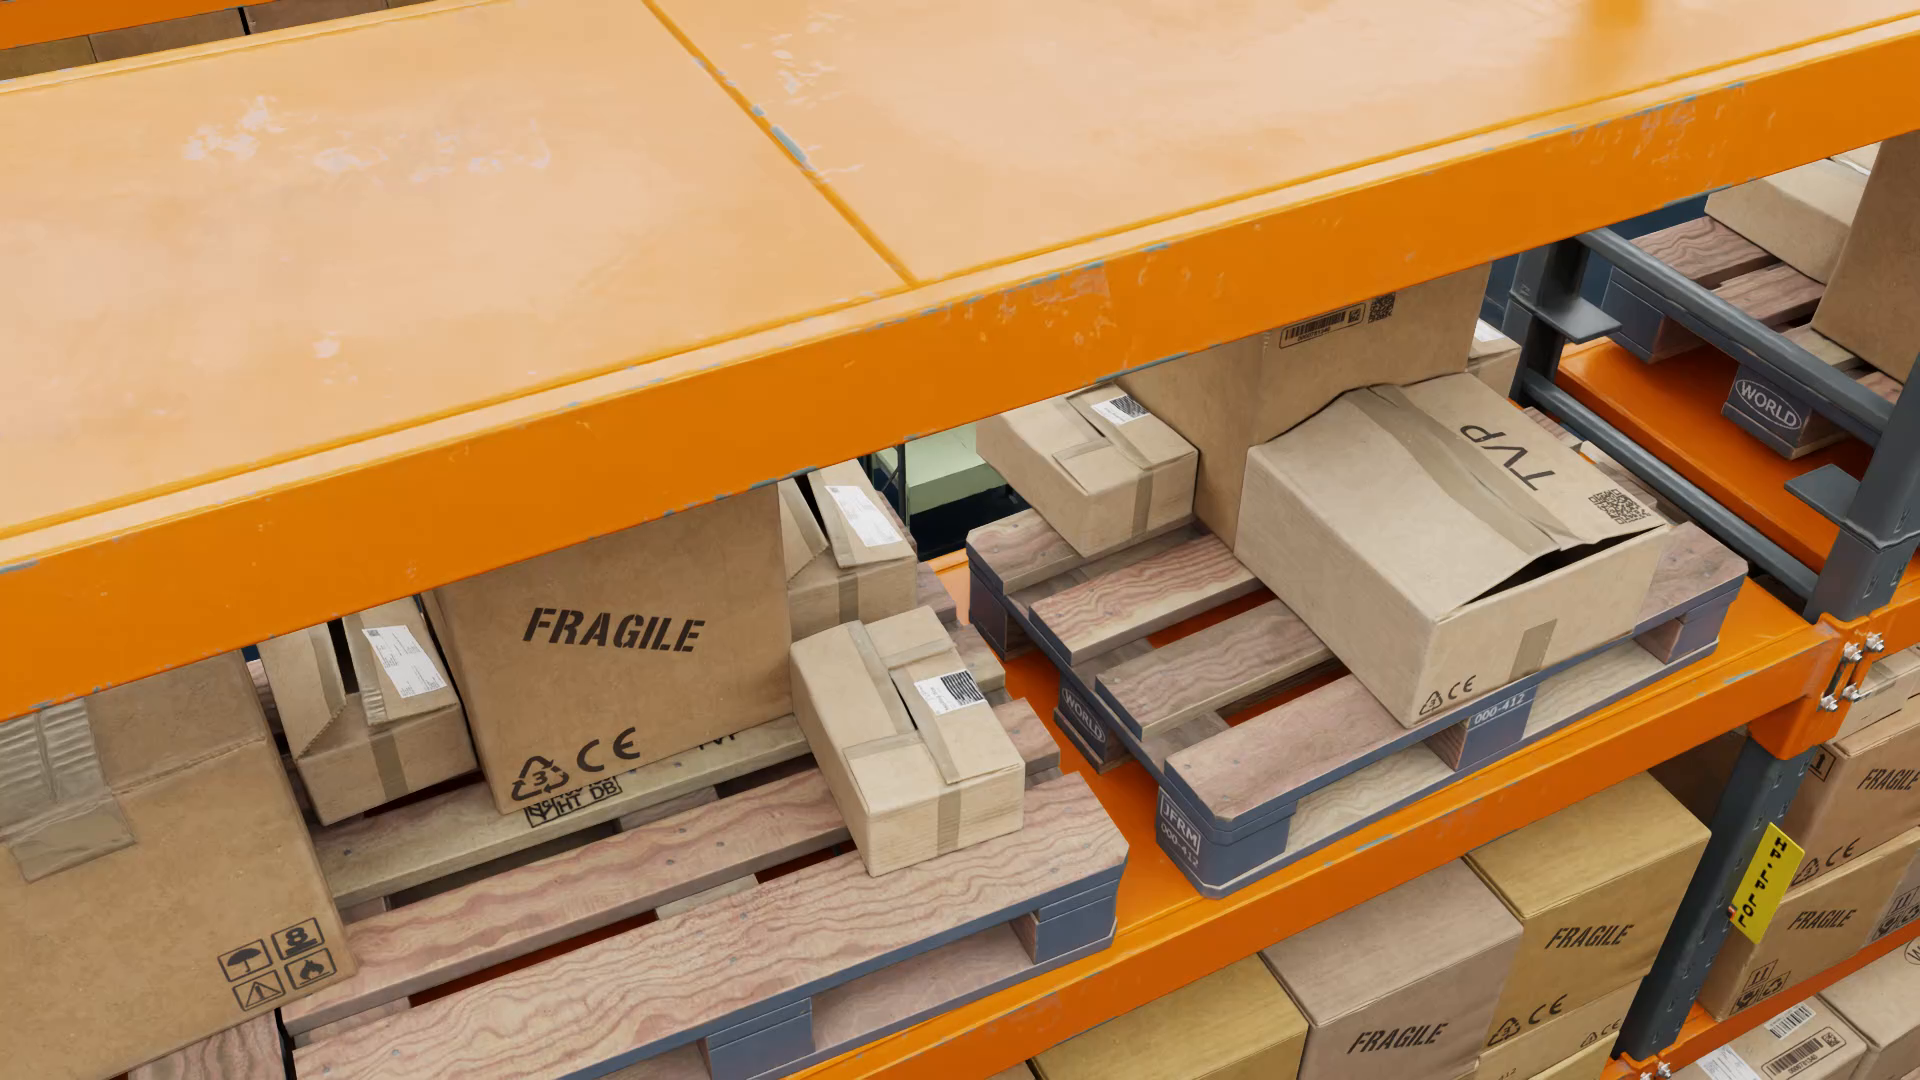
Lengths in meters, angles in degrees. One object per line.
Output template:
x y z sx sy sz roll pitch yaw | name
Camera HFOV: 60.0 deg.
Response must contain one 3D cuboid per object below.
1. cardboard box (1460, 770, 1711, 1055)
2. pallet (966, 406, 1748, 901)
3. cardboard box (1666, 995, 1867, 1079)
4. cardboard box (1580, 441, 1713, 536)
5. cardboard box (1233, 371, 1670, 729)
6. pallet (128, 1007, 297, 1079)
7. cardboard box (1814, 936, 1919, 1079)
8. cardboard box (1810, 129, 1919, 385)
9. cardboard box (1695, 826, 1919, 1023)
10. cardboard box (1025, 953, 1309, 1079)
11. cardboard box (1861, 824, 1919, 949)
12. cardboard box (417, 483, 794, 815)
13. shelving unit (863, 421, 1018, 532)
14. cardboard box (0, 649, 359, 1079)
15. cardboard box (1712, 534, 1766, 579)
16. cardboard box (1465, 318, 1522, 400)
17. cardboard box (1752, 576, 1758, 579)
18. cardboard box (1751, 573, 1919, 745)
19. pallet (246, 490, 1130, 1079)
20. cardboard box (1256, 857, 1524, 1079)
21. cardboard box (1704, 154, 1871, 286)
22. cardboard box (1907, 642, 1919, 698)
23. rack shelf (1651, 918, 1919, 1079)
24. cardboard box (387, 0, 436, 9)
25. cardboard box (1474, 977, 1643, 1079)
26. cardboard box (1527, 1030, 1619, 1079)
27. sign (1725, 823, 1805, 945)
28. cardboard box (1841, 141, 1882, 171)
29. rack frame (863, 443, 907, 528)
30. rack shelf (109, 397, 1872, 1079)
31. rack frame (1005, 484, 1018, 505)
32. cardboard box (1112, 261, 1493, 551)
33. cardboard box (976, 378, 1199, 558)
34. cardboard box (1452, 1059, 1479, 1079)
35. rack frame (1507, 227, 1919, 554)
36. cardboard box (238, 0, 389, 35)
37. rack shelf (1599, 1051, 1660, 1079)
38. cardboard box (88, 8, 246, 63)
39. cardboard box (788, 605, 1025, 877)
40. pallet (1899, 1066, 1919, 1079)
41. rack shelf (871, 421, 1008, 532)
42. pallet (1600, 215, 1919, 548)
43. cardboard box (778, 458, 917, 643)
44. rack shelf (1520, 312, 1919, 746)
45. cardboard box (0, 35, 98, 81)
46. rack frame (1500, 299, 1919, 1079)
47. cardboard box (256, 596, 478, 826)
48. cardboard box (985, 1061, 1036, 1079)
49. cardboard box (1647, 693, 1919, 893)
1.238 0.723 3.712 0.500 0.500 0.500 -17 43 -19 | cardboard box
0.728 0.095 3.131 1.217 0.209 0.805 -20 44 -22 | pallet
2.125 1.557 5.236 0.875 0.438 0.875 -19 44 -21 | cardboard box
1.644 -0.076 4.154 0.250 0.149 0.380 -19 44 -21 | cardboard box
0.833 -0.022 2.866 0.500 0.311 0.500 -19 44 -21 | cardboard box
-1.483 0.764 2.339 1.003 0.211 1.213 -17 43 -19 | pallet
2.918 1.290 5.552 0.875 0.438 0.875 -20 44 -22 | cardboard box
2.137 -0.571 3.291 0.500 0.500 0.500 -18 43 -20 | cardboard box
2.055 0.837 4.351 0.500 0.500 0.500 -17 43 -19 | cardboard box
0.324 1.022 3.359 0.500 0.500 0.500 -17 43 -19 | cardboard box
2.503 0.689 4.525 0.500 0.500 0.500 -18 44 -20 | cardboard box
-0.600 0.024 2.665 0.500 0.500 0.500 -18 44 -20 | cardboard box
-0.006 -0.570 7.252 0.755 1.500 0.431 -19 44 -21 | shelving unit
-1.239 0.312 2.325 0.500 0.500 0.700 -21 44 -23 | cardboard box
1.928 -0.093 4.173 0.250 0.149 0.380 -18 43 -20 | cardboard box
0.913 -0.440 3.394 0.258 0.266 0.396 -19 44 -21 | cardboard box
1.809 0.147 4.393 0.500 0.500 0.500 -19 44 -21 | cardboard box
1.918 0.253 3.766 0.250 0.149 0.380 -19 44 -21 | cardboard box
-0.493 0.428 2.736 1.213 0.211 1.003 -17 43 -19 | pallet
0.782 0.881 3.525 0.500 0.500 0.500 -18 43 -20 | cardboard box
1.937 -0.801 3.743 0.258 0.266 0.396 -17 43 -19 | cardboard box
2.138 0.167 3.867 0.250 0.149 0.380 -18 43 -20 | cardboard box
3.292 0.543 5.332 4.000 0.370 1.077 -19 44 -21 | rack shelf
-3.618 -3.960 11.415 0.875 0.875 1.225 -18 44 -21 | cardboard box
1.239 1.003 3.962 0.500 0.250 0.500 -19 44 -21 | cardboard box
1.237 1.201 4.115 0.500 0.250 0.500 -20 44 -22 | cardboard box
1.777 0.762 3.682 0.005 0.325 0.100 -19 44 -21 | sign
2.171 -0.835 3.874 0.250 0.149 0.380 -18 43 -20 | cardboard box
-0.331 -0.461 7.123 0.023 1.500 0.400 -19 44 -21 | rack frame
-0.256 0.592 2.953 4.000 0.370 1.077 -19 44 -21 | rack shelf
0.319 -0.680 7.381 0.023 1.500 0.400 -19 44 -21 | rack frame
0.602 -0.381 3.143 0.500 0.500 0.500 -19 44 -21 | cardboard box
0.234 -0.174 3.156 0.250 0.166 0.380 -22 45 -23 | cardboard box
0.800 1.156 3.781 0.500 0.250 0.500 -18 43 -20 | cardboard box
1.518 -1.424 2.457 0.127 3.000 1.000 -19 44 -21 | rack frame
-4.410 -3.693 11.099 0.875 0.875 1.225 -20 44 -22 | cardboard box
-0.256 1.737 3.922 4.000 0.370 1.077 -19 44 -21 | rack shelf
-5.191 -3.424 10.782 0.875 0.875 1.225 -18 44 -21 | cardboard box
-0.090 0.300 2.597 0.250 0.166 0.380 -15 43 -17 | cardboard box
3.312 1.381 5.944 1.213 0.211 1.003 -19 44 -21 | pallet
-0.006 -0.322 7.463 0.720 0.370 0.431 -19 44 -21 | rack shelf
2.249 -0.484 3.736 1.213 0.211 1.003 -19 44 -21 | pallet
-0.264 -0.044 2.926 0.258 0.266 0.396 -15 43 -17 | cardboard box
3.292 -0.602 4.363 4.000 0.370 1.077 -19 44 -21 | rack shelf
-5.986 -3.163 10.473 0.875 0.875 1.225 -21 44 -23 | cardboard box
1.518 0.865 4.395 0.127 3.000 1.000 -19 44 -21 | rack frame
-0.970 0.194 2.646 0.258 0.266 0.396 -20 44 -22 | cardboard box
-0.129 1.185 3.167 0.500 0.500 0.500 -18 43 -20 | cardboard box
2.052 0.442 4.043 0.500 0.500 0.500 -18 44 -20 | cardboard box
